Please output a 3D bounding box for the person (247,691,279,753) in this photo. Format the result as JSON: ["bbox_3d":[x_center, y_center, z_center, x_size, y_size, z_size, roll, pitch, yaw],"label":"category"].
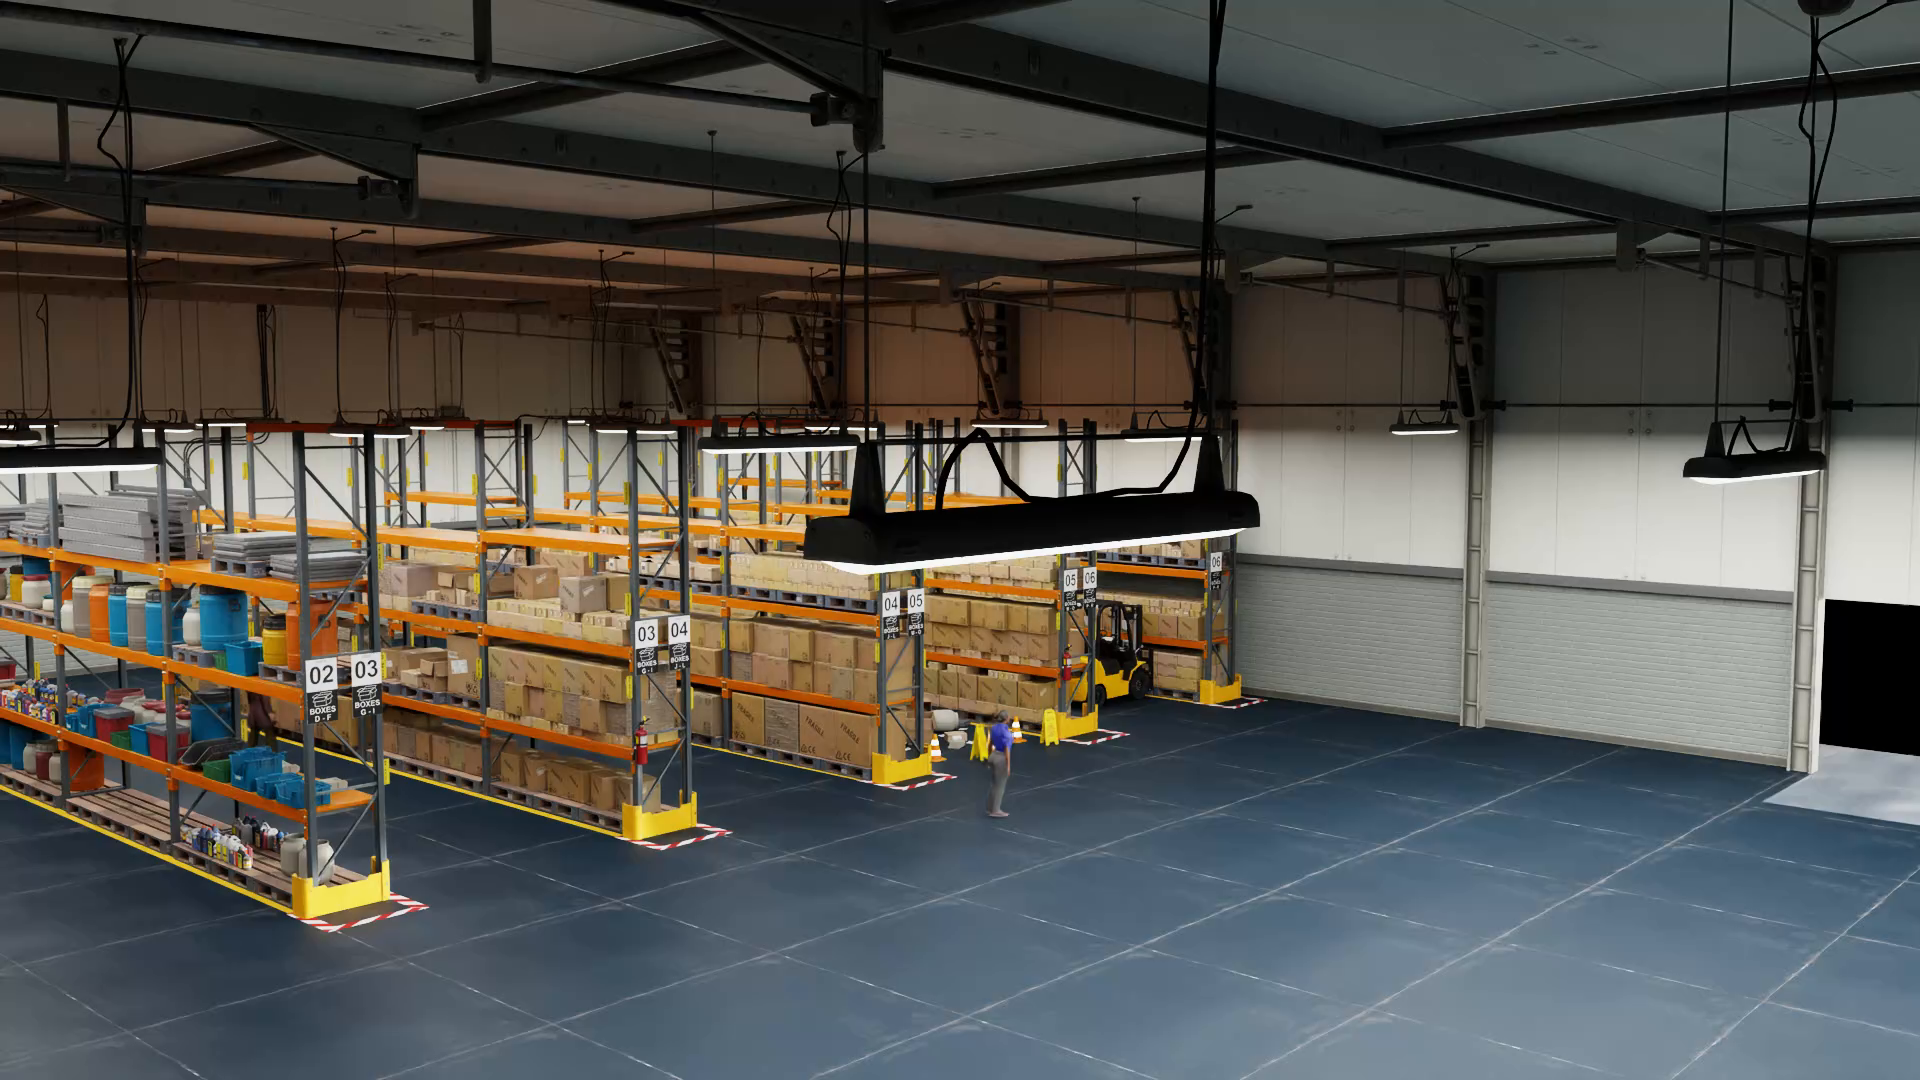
[{"bbox_3d":[-12.262,3.042,29.280,0.642,1.772,0.497,2,5,26],"label":"person"}]

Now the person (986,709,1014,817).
[{"bbox_3d":[0.607,3.422,25.564,0.360,1.659,0.557,-3,5,-30],"label":"person"}]
